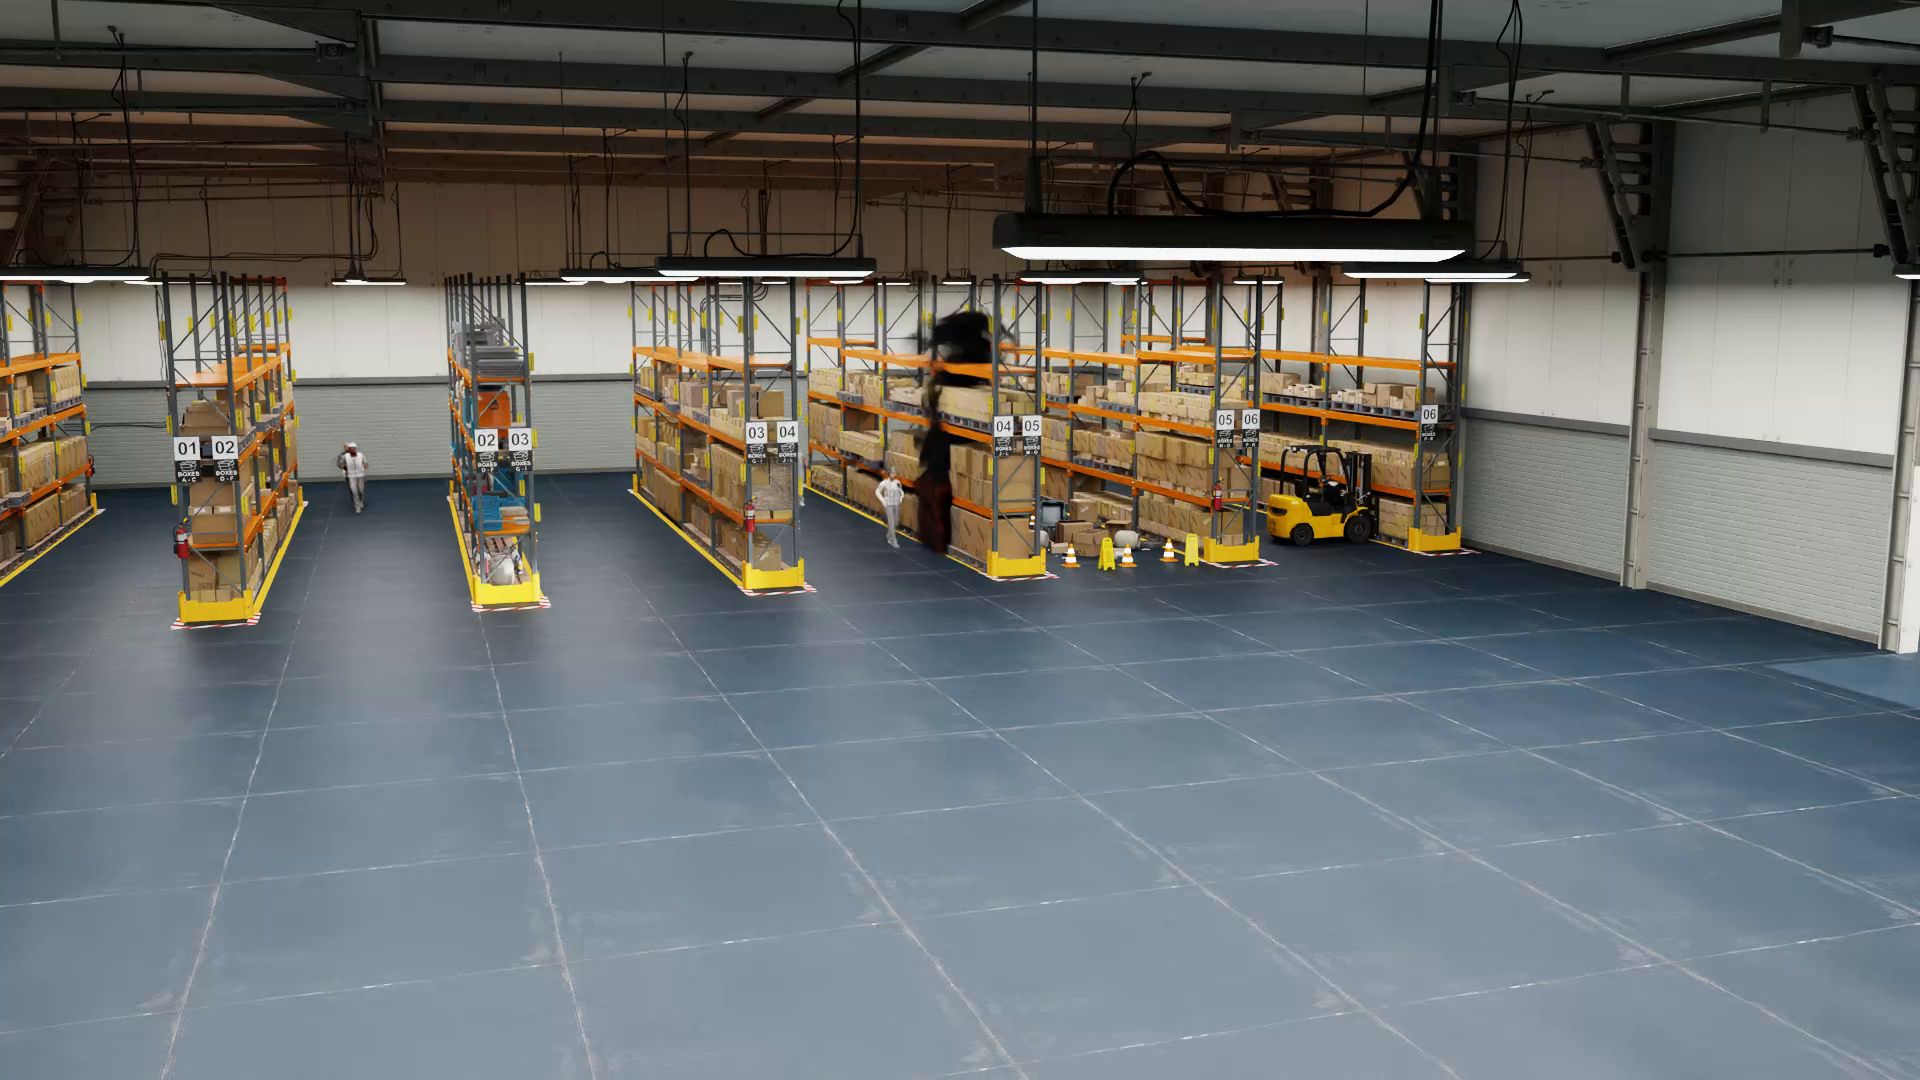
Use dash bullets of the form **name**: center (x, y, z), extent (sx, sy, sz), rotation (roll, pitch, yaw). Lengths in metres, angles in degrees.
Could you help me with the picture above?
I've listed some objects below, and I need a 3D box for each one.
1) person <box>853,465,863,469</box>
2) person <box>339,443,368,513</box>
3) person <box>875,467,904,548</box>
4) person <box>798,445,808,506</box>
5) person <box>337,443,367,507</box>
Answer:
- **person**: center (-3.040, -2.676, 49.975), extent (0.586, 1.741, 0.633), rotation (-4, 9, -22)
- **person**: center (-15.604, -1.614, 42.876), extent (0.694, 1.785, 0.857), rotation (-4, 10, -26)
- **person**: center (-1.462, -0.714, 35.335), extent (0.625, 1.705, 0.640), rotation (-4, 10, -27)
- **person**: center (-4.280, -1.749, 43.909), extent (0.577, 1.620, 1.066), rotation (-2, 9, -12)
- **person**: center (-16.110, -1.737, 43.938), extent (0.683, 1.686, 0.937), rotation (-6, 10, -34)
